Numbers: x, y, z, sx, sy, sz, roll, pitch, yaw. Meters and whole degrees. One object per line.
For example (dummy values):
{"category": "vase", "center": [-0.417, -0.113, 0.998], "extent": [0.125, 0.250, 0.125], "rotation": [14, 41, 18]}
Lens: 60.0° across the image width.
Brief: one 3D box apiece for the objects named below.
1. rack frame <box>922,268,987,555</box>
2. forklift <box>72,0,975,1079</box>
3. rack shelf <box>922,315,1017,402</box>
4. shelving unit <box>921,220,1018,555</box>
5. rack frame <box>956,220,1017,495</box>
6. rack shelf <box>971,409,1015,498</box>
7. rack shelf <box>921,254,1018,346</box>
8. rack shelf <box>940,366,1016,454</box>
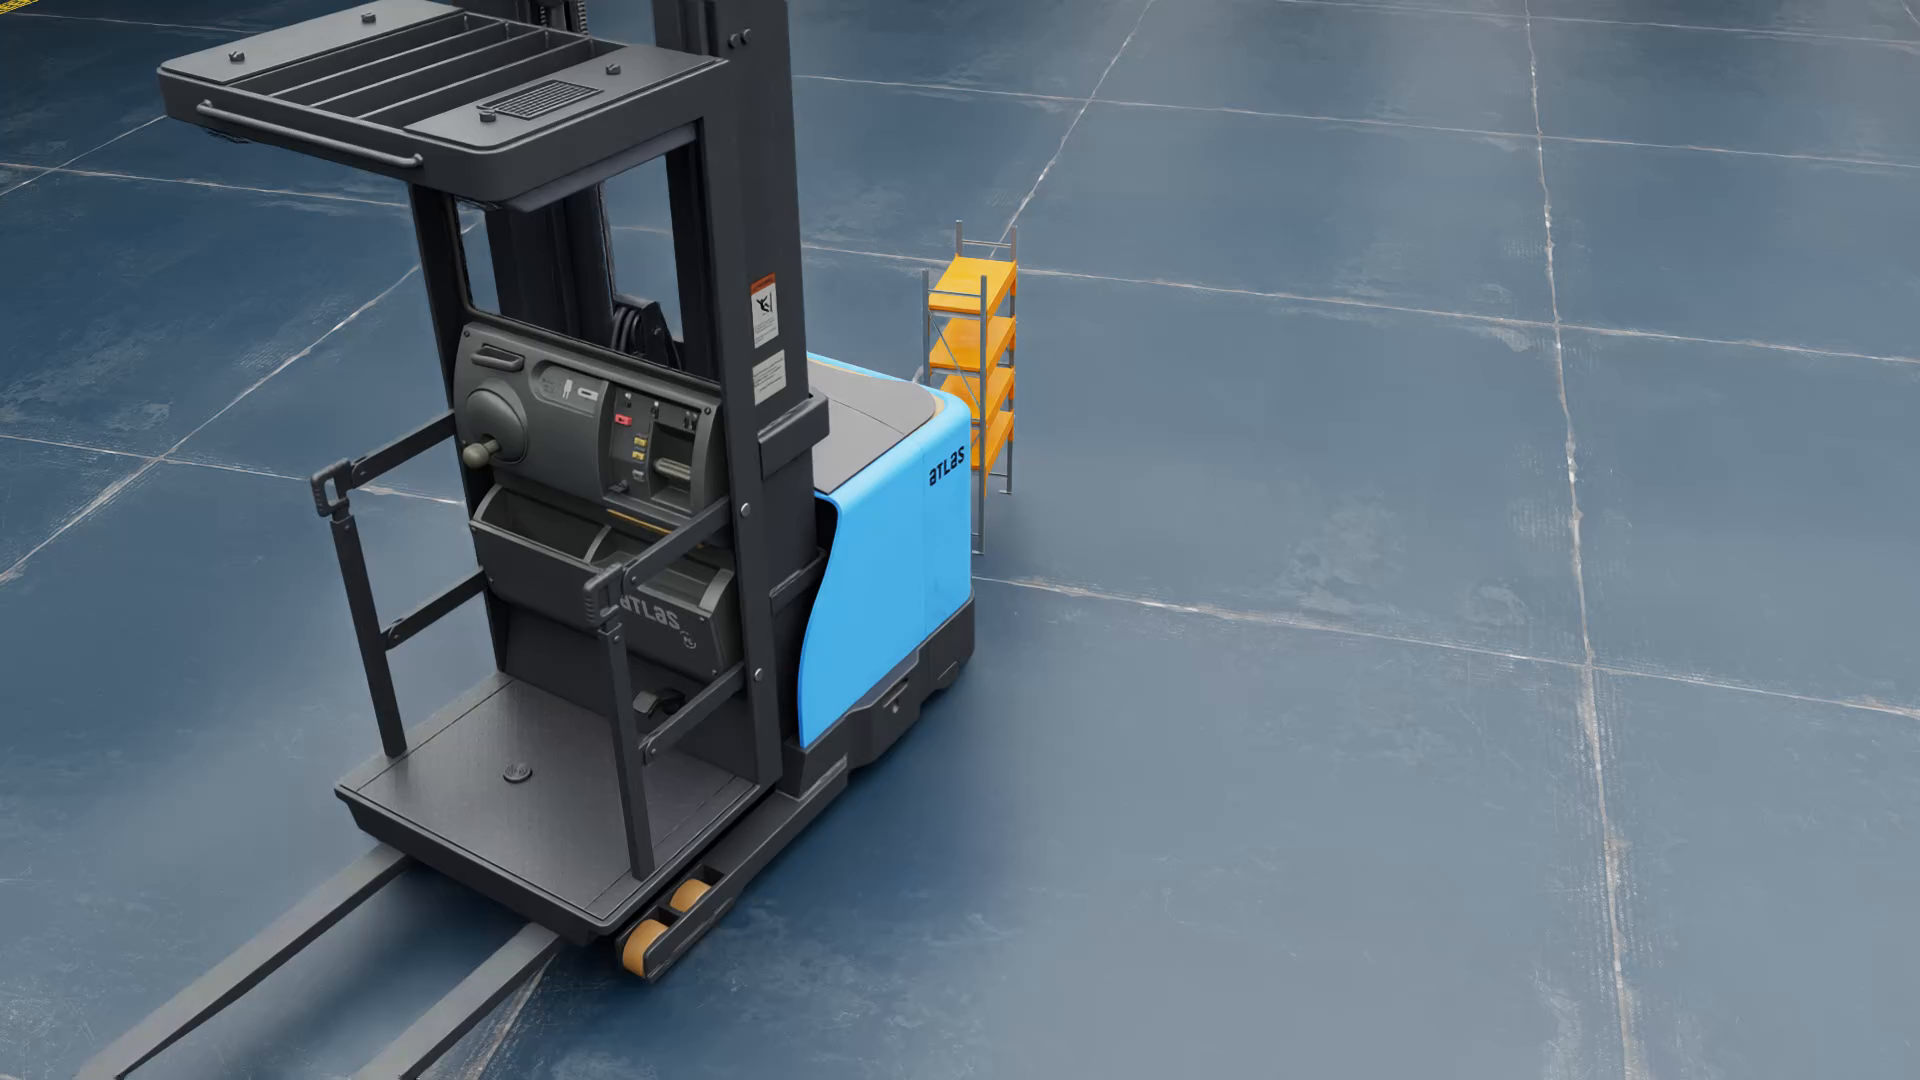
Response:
{"category": "rack frame", "center": [-0.020, -0.466, 6.364], "extent": [0.240, 1.200, 0.015], "rotation": [8, 33, 12]}
{"category": "forklift", "center": [-1.157, -0.266, 4.437], "extent": [1.130, 2.935, 3.031], "rotation": [19, 37, 27]}
{"category": "rack shelf", "center": [0.042, -0.724, 6.479], "extent": [0.258, 0.148, 0.480], "rotation": [8, 33, 12]}
{"category": "shelving unit", "center": [0.042, -0.592, 6.563], "extent": [0.258, 1.200, 0.503], "rotation": [8, 33, 12]}
{"category": "rack frame", "center": [0.104, -0.719, 6.762], "extent": [0.240, 1.200, 0.015], "rotation": [8, 33, 12]}
{"category": "rack shelf", "center": [0.042, -0.368, 6.706], "extent": [0.258, 0.148, 0.480], "rotation": [8, 33, 12]}
{"category": "rack shelf", "center": [0.042, -0.924, 6.352], "extent": [0.258, 0.148, 0.480], "rotation": [8, 33, 12]}
{"category": "rack shelf", "center": [0.042, -0.535, 6.599], "extent": [0.258, 0.148, 0.480], "rotation": [8, 33, 12]}
